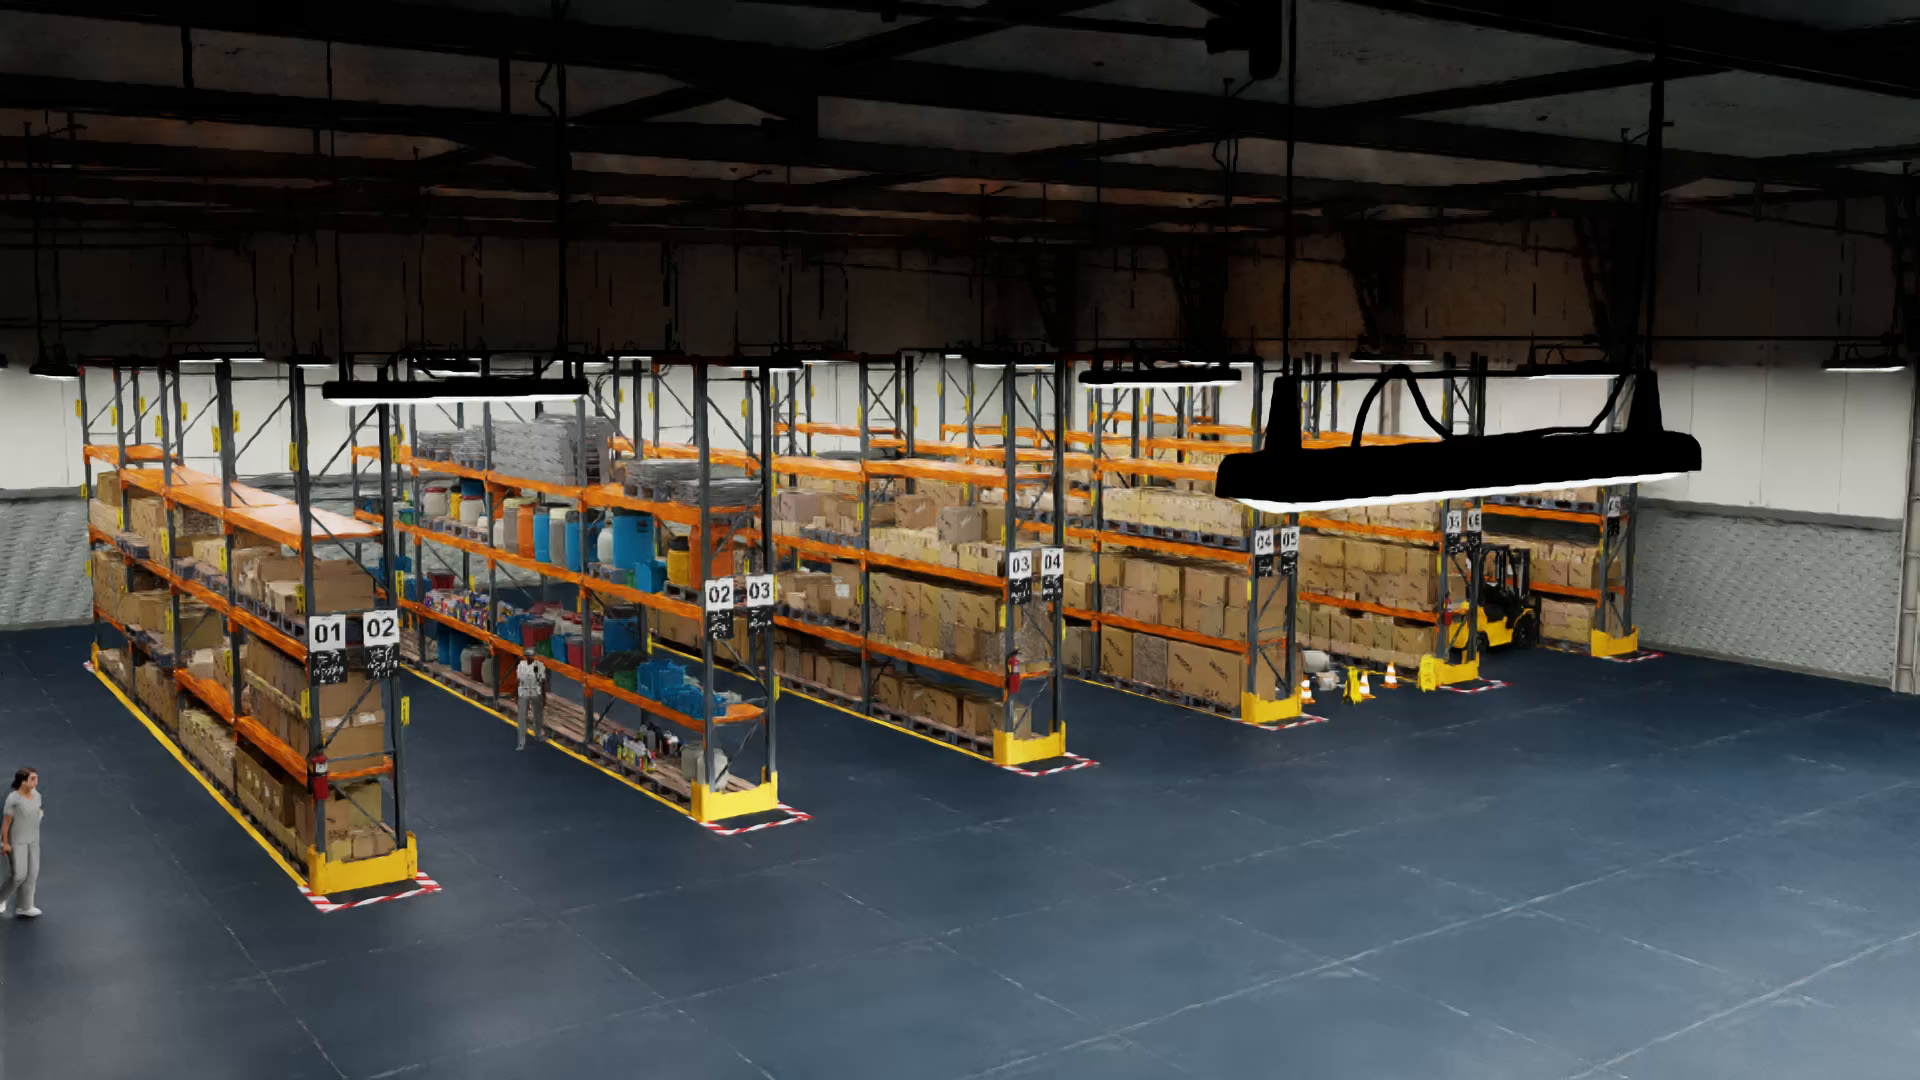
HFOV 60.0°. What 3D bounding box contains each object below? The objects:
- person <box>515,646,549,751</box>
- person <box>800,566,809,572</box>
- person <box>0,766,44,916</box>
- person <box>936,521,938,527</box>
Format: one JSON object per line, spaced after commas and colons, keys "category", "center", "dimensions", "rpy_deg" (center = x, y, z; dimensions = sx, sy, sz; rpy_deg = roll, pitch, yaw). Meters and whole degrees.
{"category": "person", "center": [-6.641, 2.409, 25.732], "dimensions": [0.488, 1.624, 0.931], "rpy_deg": [-1, 7, -11]}
{"category": "person", "center": [-3.209, 1.373, 33.919], "dimensions": [0.577, 1.691, 1.114], "rpy_deg": [-4, 8, -33]}
{"category": "person", "center": [-10.346, 3.306, 18.256], "dimensions": [0.519, 1.663, 0.509], "rpy_deg": [2, 7, 17]}
{"category": "person", "center": [-0.528, 0.378, 41.666], "dimensions": [0.583, 1.780, 0.772], "rpy_deg": [-6, 9, -40]}
